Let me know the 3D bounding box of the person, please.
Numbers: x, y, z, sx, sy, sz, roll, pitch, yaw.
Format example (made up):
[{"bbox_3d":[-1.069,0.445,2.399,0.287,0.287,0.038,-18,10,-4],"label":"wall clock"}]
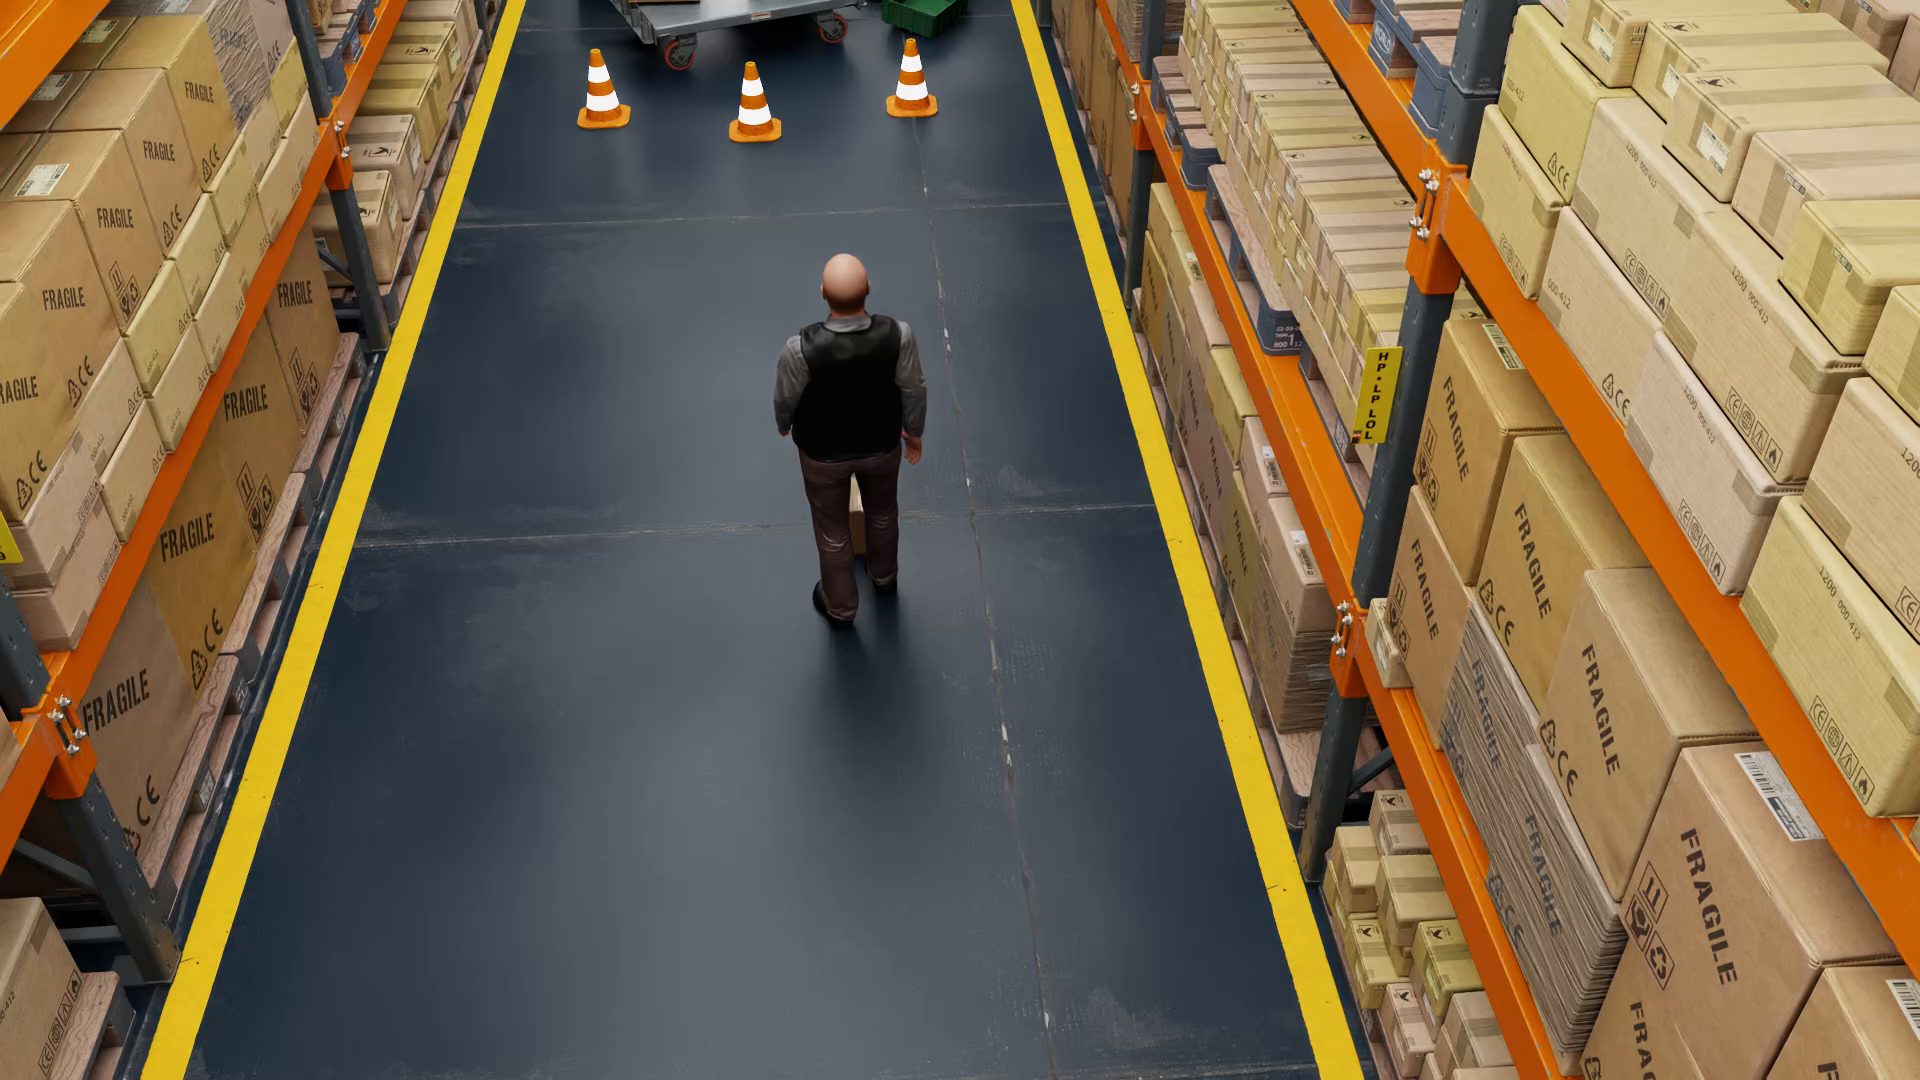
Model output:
[{"bbox_3d":[-0.459,-0.421,6.697,0.591,1.740,0.526,-11,40,-13],"label":"person"}]
